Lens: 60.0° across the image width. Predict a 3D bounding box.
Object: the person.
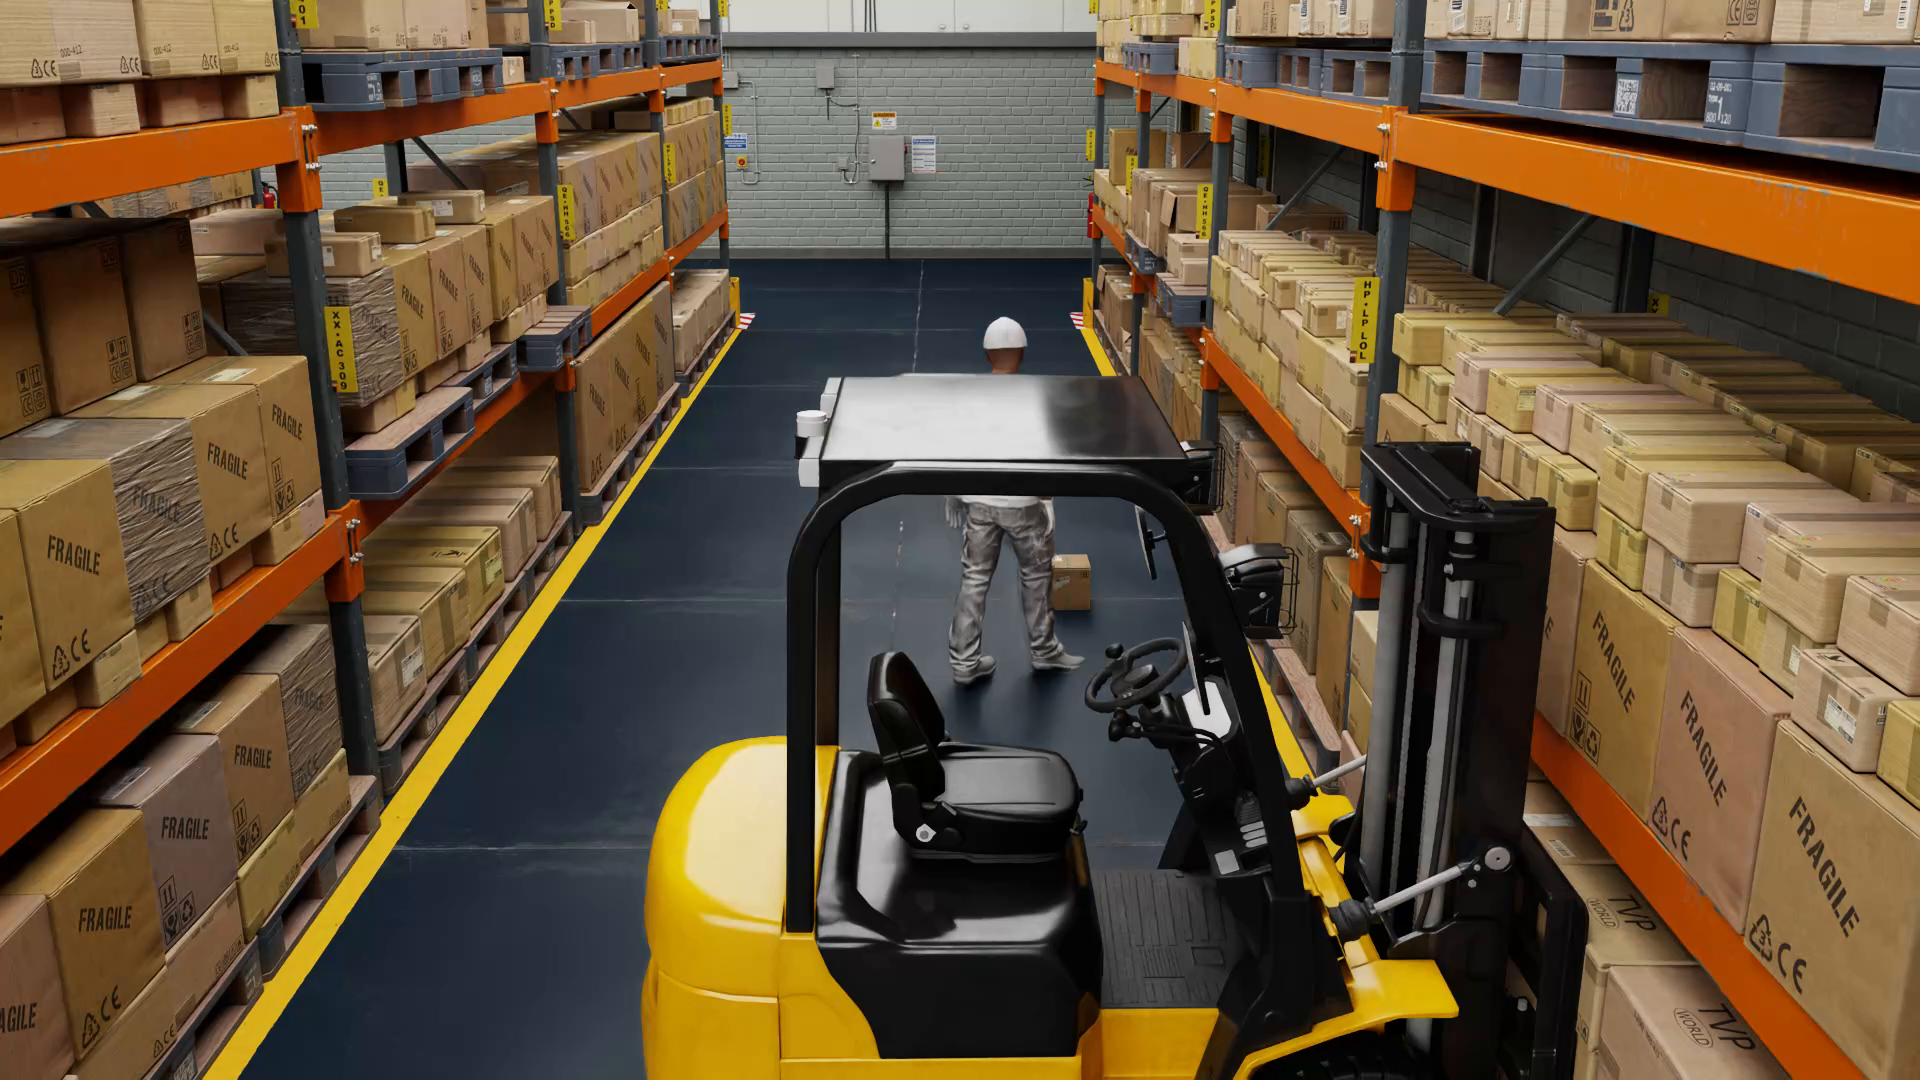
[{"bbox_3d":[0.214,-0.180,8.126,0.638,1.797,0.670,10,20,29],"label":"person"}]
